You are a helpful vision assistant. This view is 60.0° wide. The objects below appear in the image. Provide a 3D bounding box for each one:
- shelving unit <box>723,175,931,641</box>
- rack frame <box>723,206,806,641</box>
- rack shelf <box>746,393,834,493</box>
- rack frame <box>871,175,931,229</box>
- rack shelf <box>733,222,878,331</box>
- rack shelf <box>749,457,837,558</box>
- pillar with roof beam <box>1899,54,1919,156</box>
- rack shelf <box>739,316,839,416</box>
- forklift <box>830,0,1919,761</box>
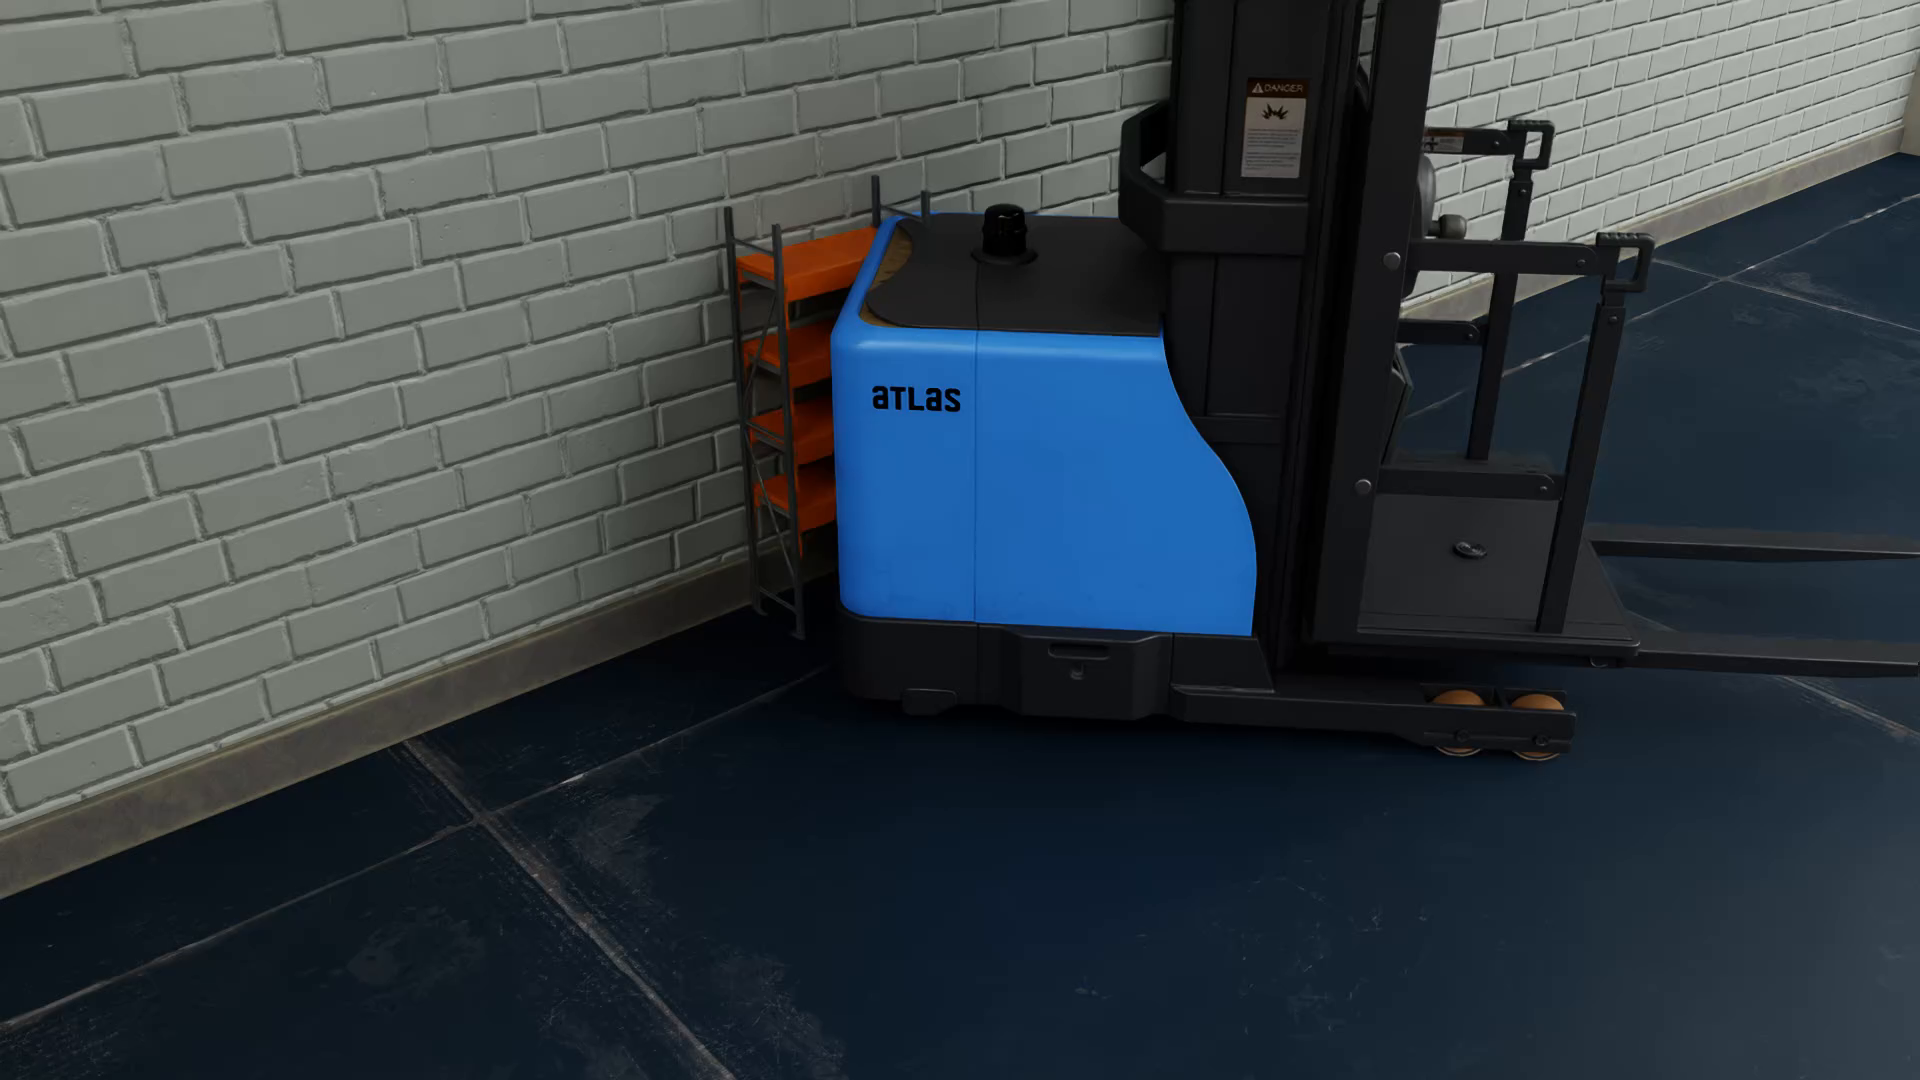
[{"bbox_3d":[-0.343,-0.366,4.670,0.503,1.200,0.258,-21,33,-35],"label":"shelving unit"},{"bbox_3d":[-0.528,-0.294,4.529,0.015,1.200,0.240,-21,33,-35],"label":"rack frame"},{"bbox_3d":[-0.342,-0.306,4.700,0.480,0.148,0.258,-21,33,-35],"label":"rack shelf"},{"bbox_3d":[-0.158,-0.438,4.812,0.015,1.200,0.240,-21,33,-35],"label":"rack frame"},{"bbox_3d":[-0.347,-0.718,4.496,0.480,0.148,0.258,-21,33,-35],"label":"rack shelf"},{"bbox_3d":[-0.340,-0.128,4.788,0.480,0.148,0.258,-21,33,-35],"label":"rack shelf"},{"bbox_3d":[8.285,-4.620,4.348,0.400,9.000,9.100,-22,35,-35],"label":"pillar with roof beam"},{"bbox_3d":[-0.345,-0.506,4.601,0.480,0.148,0.258,-21,33,-35],"label":"rack shelf"},{"bbox_3d":[1.225,-0.998,4.007,3.031,2.935,1.130,3,28,5],"label":"forklift"}]
